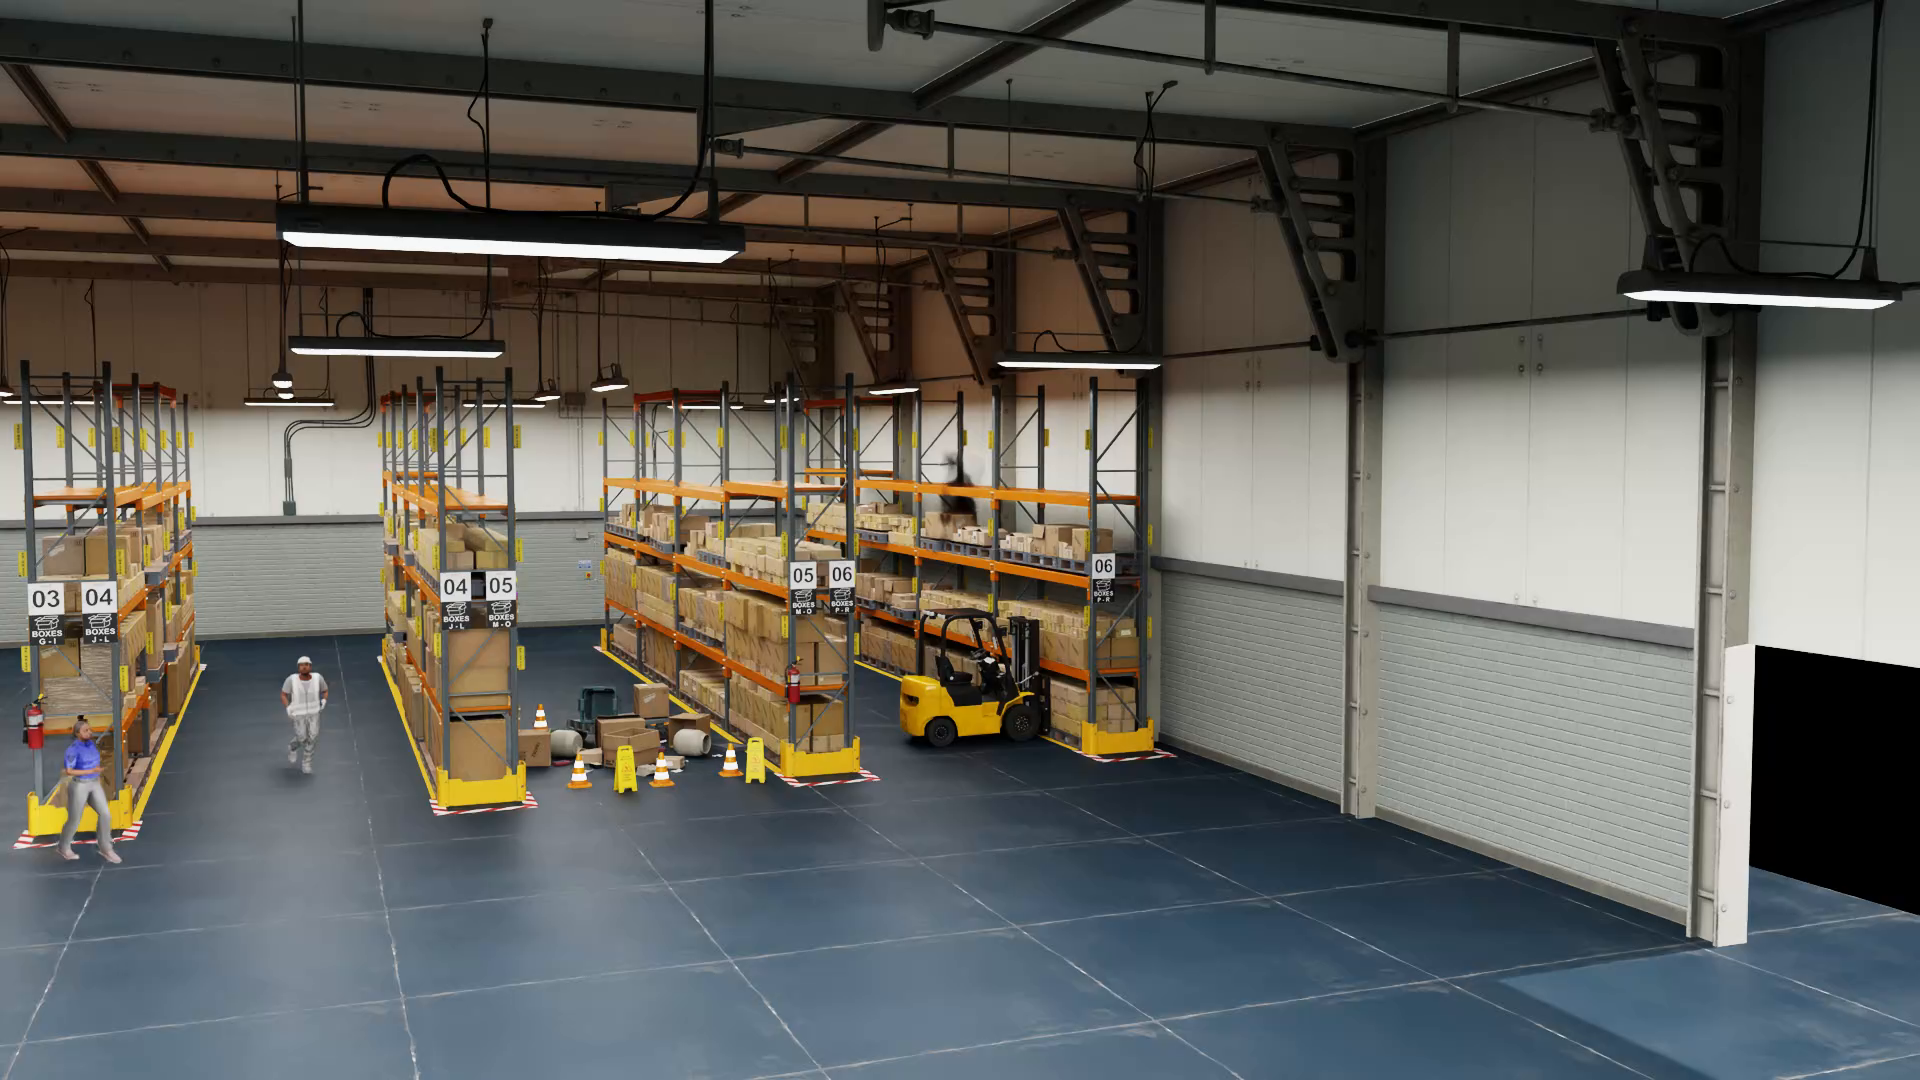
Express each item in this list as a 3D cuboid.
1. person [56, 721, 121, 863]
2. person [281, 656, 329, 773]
[{"bbox_3d":[-10.352,2.982,19.651,0.749,1.704,0.588,1,4,17],"label":"person"},{"bbox_3d":[-9.880,2.624,25.136,0.652,1.751,0.644,-2,4,-31],"label":"person"}]
